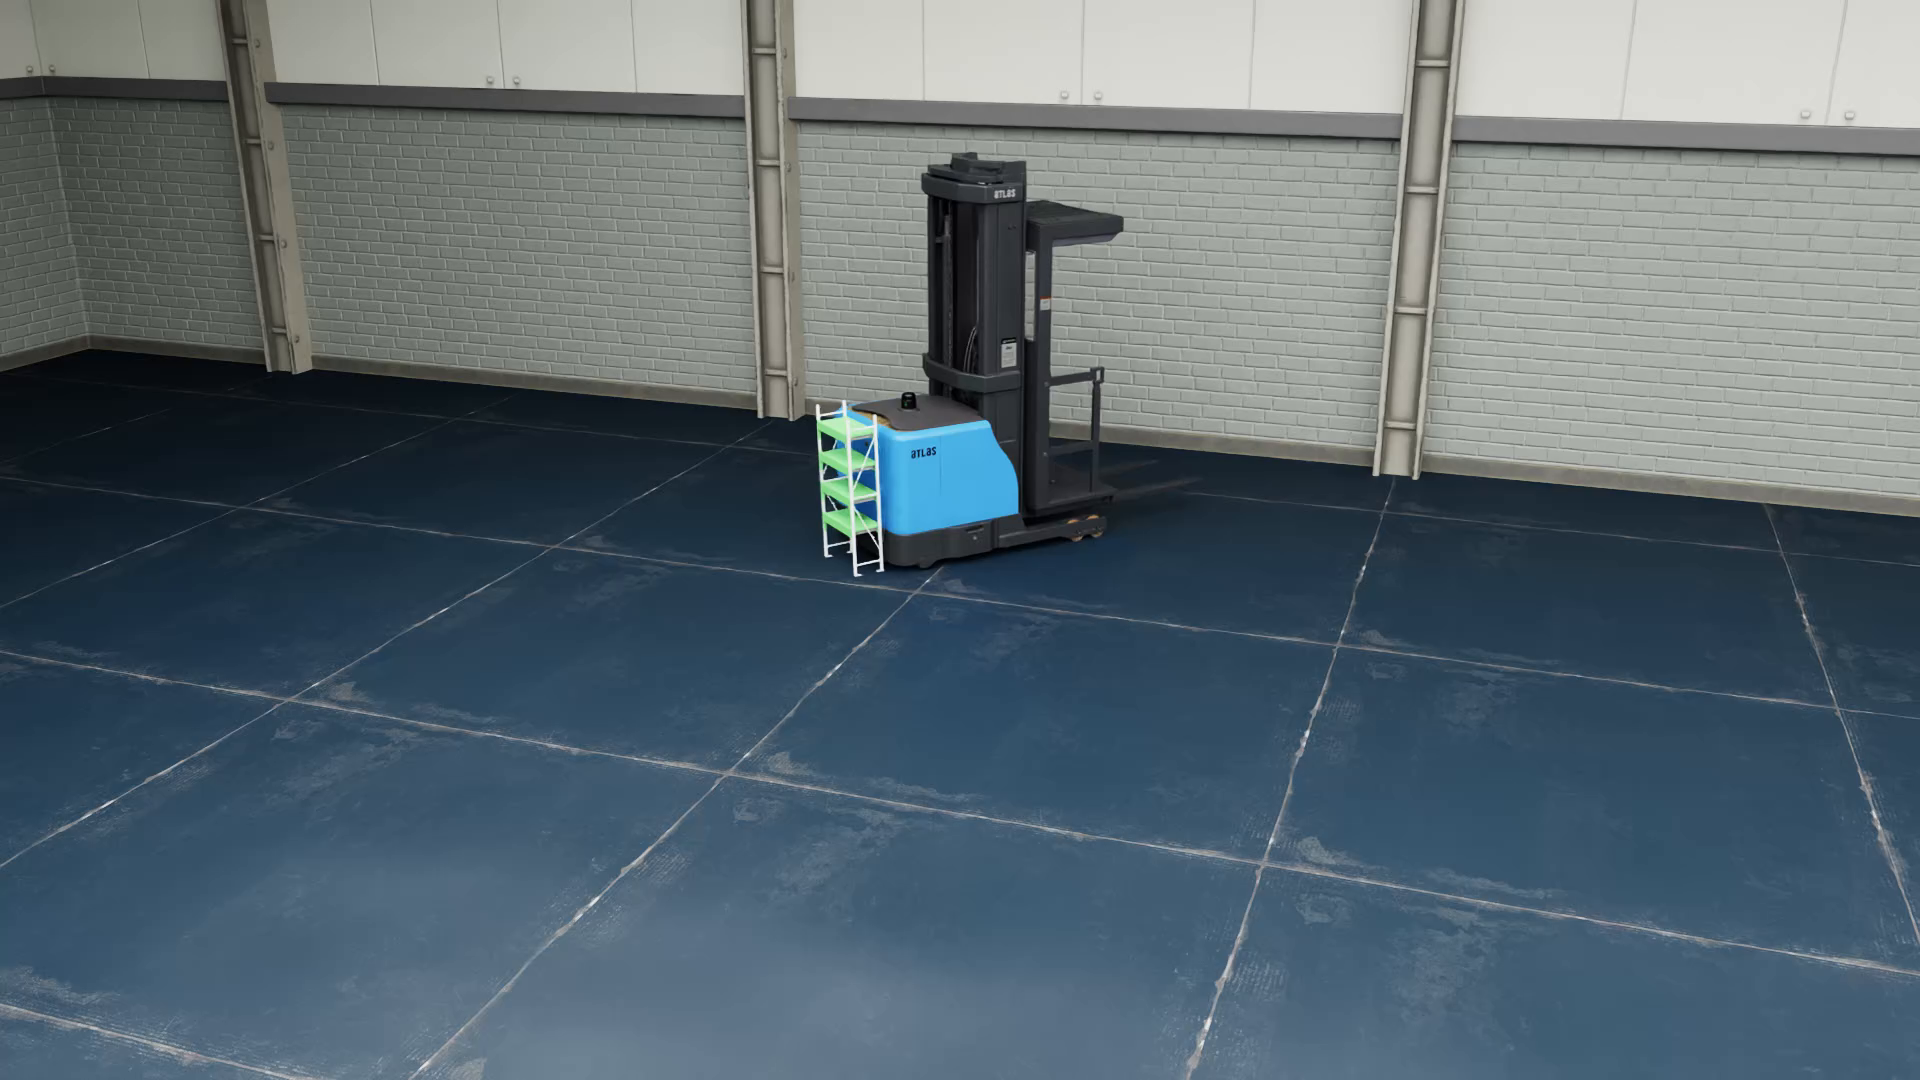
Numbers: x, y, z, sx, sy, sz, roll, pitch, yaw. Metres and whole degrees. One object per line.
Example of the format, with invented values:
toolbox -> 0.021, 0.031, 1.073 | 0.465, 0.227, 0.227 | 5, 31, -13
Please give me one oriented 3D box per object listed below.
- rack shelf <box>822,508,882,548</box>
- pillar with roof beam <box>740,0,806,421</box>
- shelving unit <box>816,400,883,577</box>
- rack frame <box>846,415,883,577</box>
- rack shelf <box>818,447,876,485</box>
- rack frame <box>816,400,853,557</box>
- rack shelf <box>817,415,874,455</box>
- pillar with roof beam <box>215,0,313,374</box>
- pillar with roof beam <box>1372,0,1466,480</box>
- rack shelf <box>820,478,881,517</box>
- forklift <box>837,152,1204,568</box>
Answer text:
rack shelf -> -0.810, -0.101, 12.453 | 0.258, 0.148, 0.480 | -13, 23, -28
pillar with roof beam -> -3.195, -4.157, 11.329 | 0.400, 9.000, 9.100 | 7, 20, 18
shelving unit -> -0.818, -0.386, 12.349 | 0.258, 1.200, 0.503 | -13, 23, -28
rack frame -> -0.694, -0.317, 12.151 | 0.240, 1.200, 0.015 | -13, 23, -28
rack shelf -> -0.823, -0.552, 12.288 | 0.258, 0.148, 0.480 | -13, 23, -28
rack frame -> -0.943, -0.455, 12.547 | 0.240, 1.200, 0.015 | -13, 23, -28
rack shelf -> -0.829, -0.777, 12.206 | 0.258, 0.148, 0.480 | -13, 23, -28
pillar with roof beam -> -8.863, -4.805, 13.188 | 0.400, 9.000, 9.100 | 7, 20, 18
pillar with roof beam -> 2.473, -3.508, 9.470 | 0.400, 9.000, 9.100 | 7, 20, 18
rack shelf -> -0.817, -0.326, 12.371 | 0.258, 0.148, 0.480 | -13, 23, -28
forklift -> 0.567, -1.515, 12.970 | 3.031, 2.935, 1.130 | -11, 22, -29
